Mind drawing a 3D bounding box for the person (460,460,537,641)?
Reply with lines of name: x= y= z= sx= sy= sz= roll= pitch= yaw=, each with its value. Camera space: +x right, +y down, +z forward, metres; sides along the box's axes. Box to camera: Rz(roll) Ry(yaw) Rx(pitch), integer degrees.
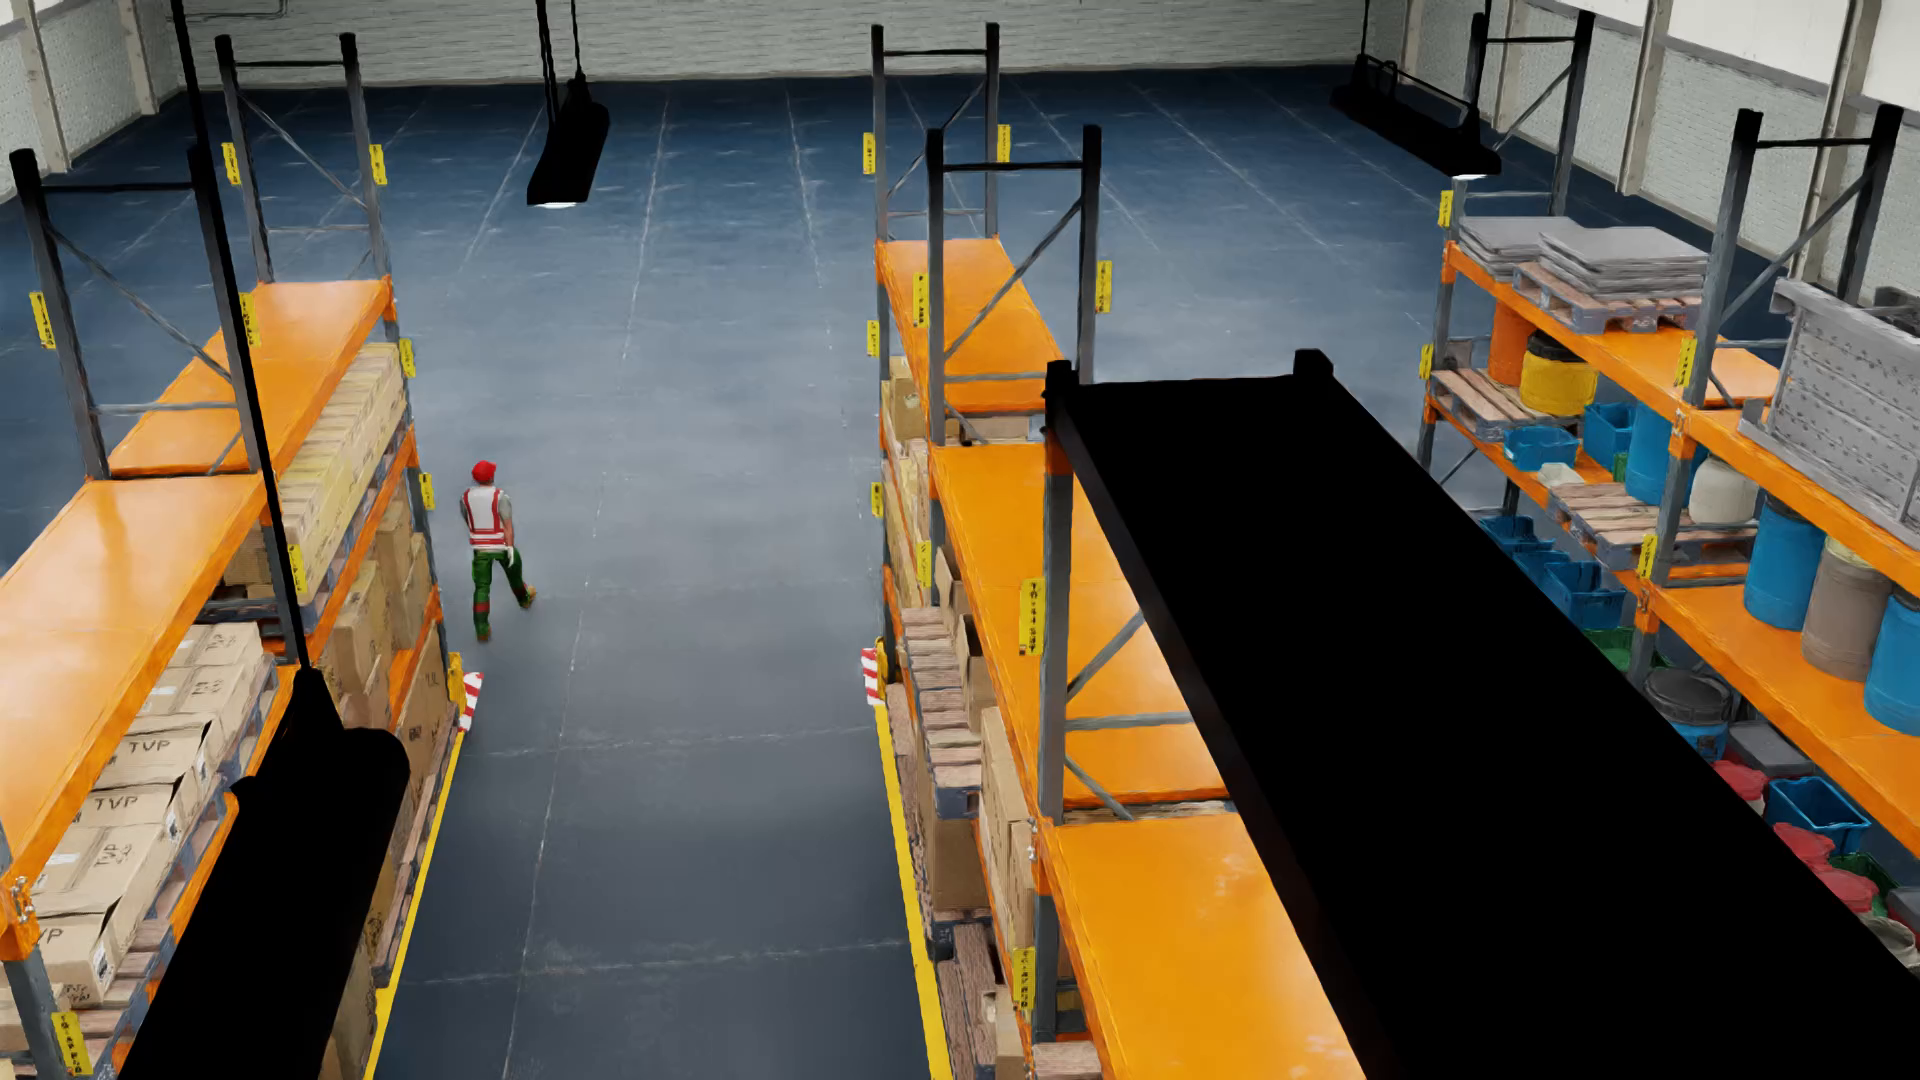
person: x=-4.624 y=0.012 z=16.445 sx=0.534 sy=1.726 sz=1.038 roll=1 pitch=26 yaw=2
